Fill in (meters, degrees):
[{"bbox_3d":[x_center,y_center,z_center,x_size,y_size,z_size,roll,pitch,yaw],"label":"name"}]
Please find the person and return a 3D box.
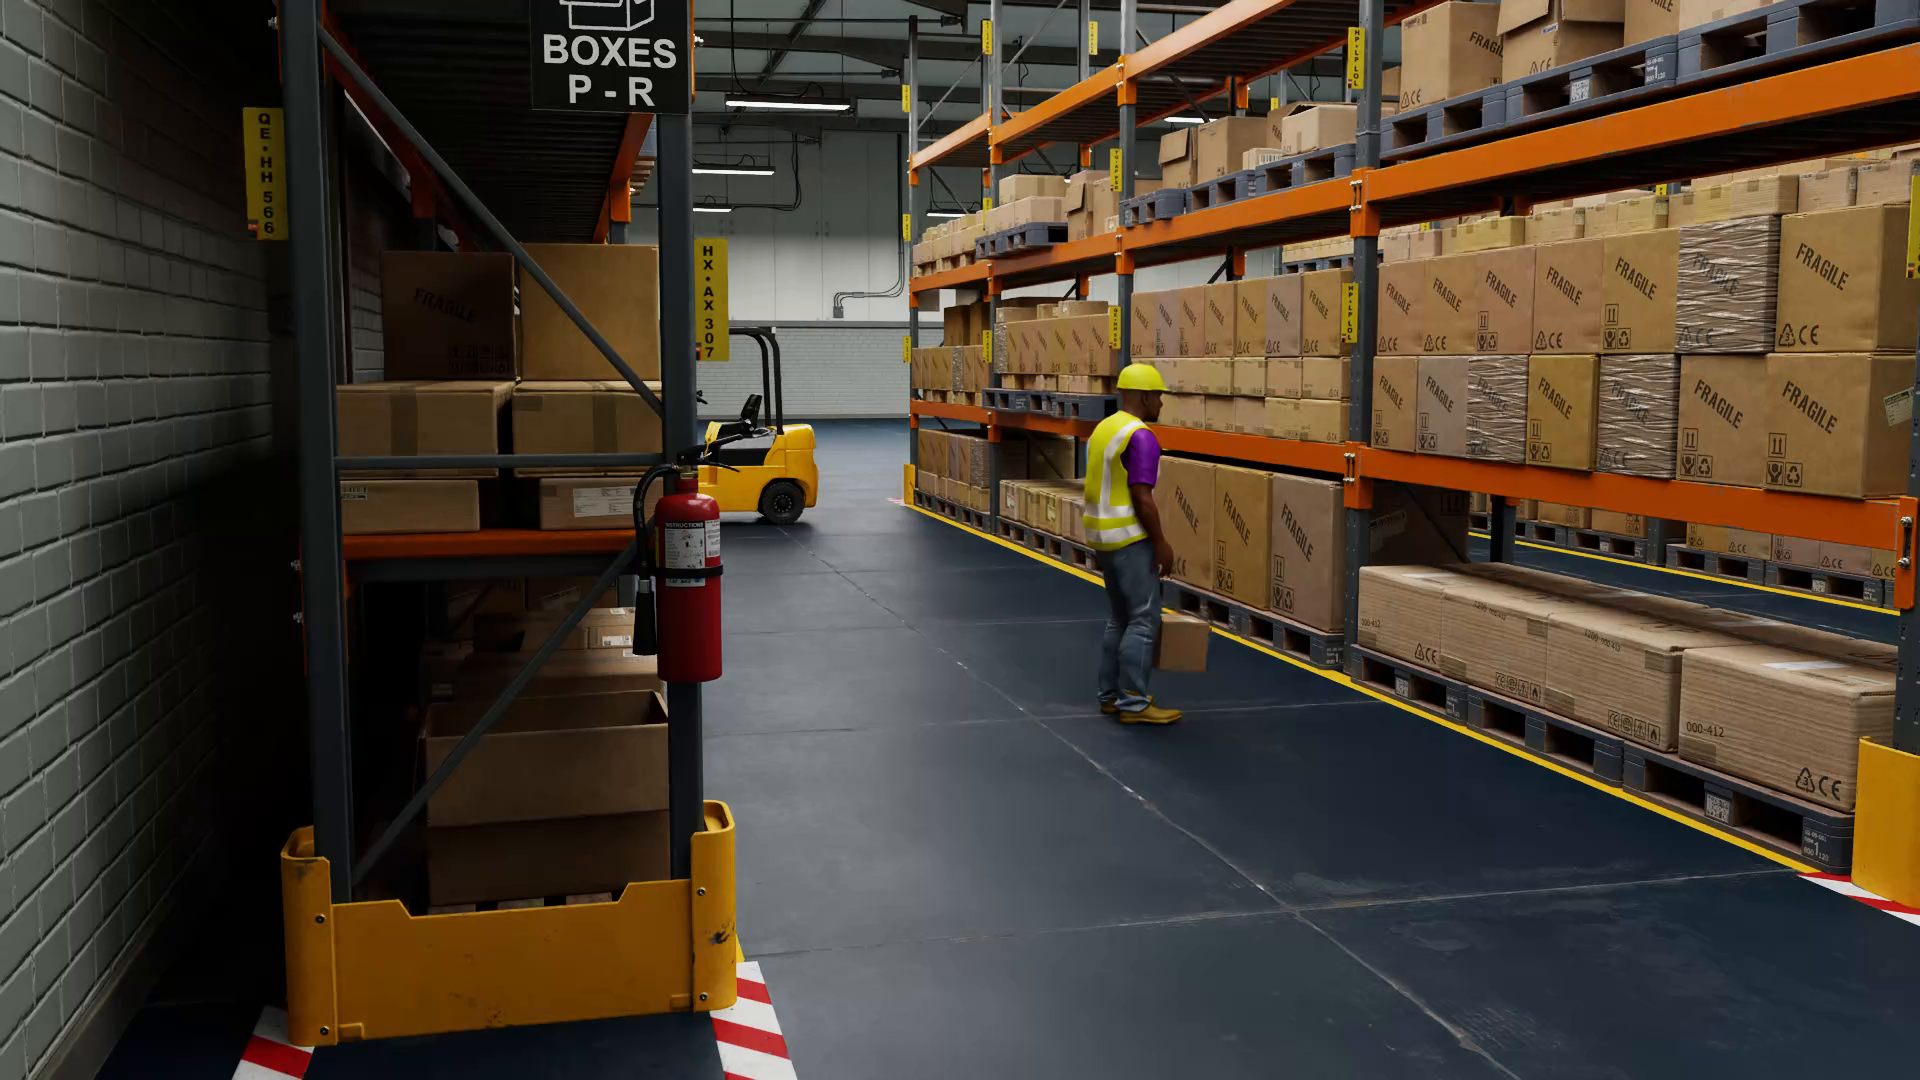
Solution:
[{"bbox_3d":[0.847,0.009,8.277,0.439,1.763,0.597,-2,6,-15],"label":"person"}]
